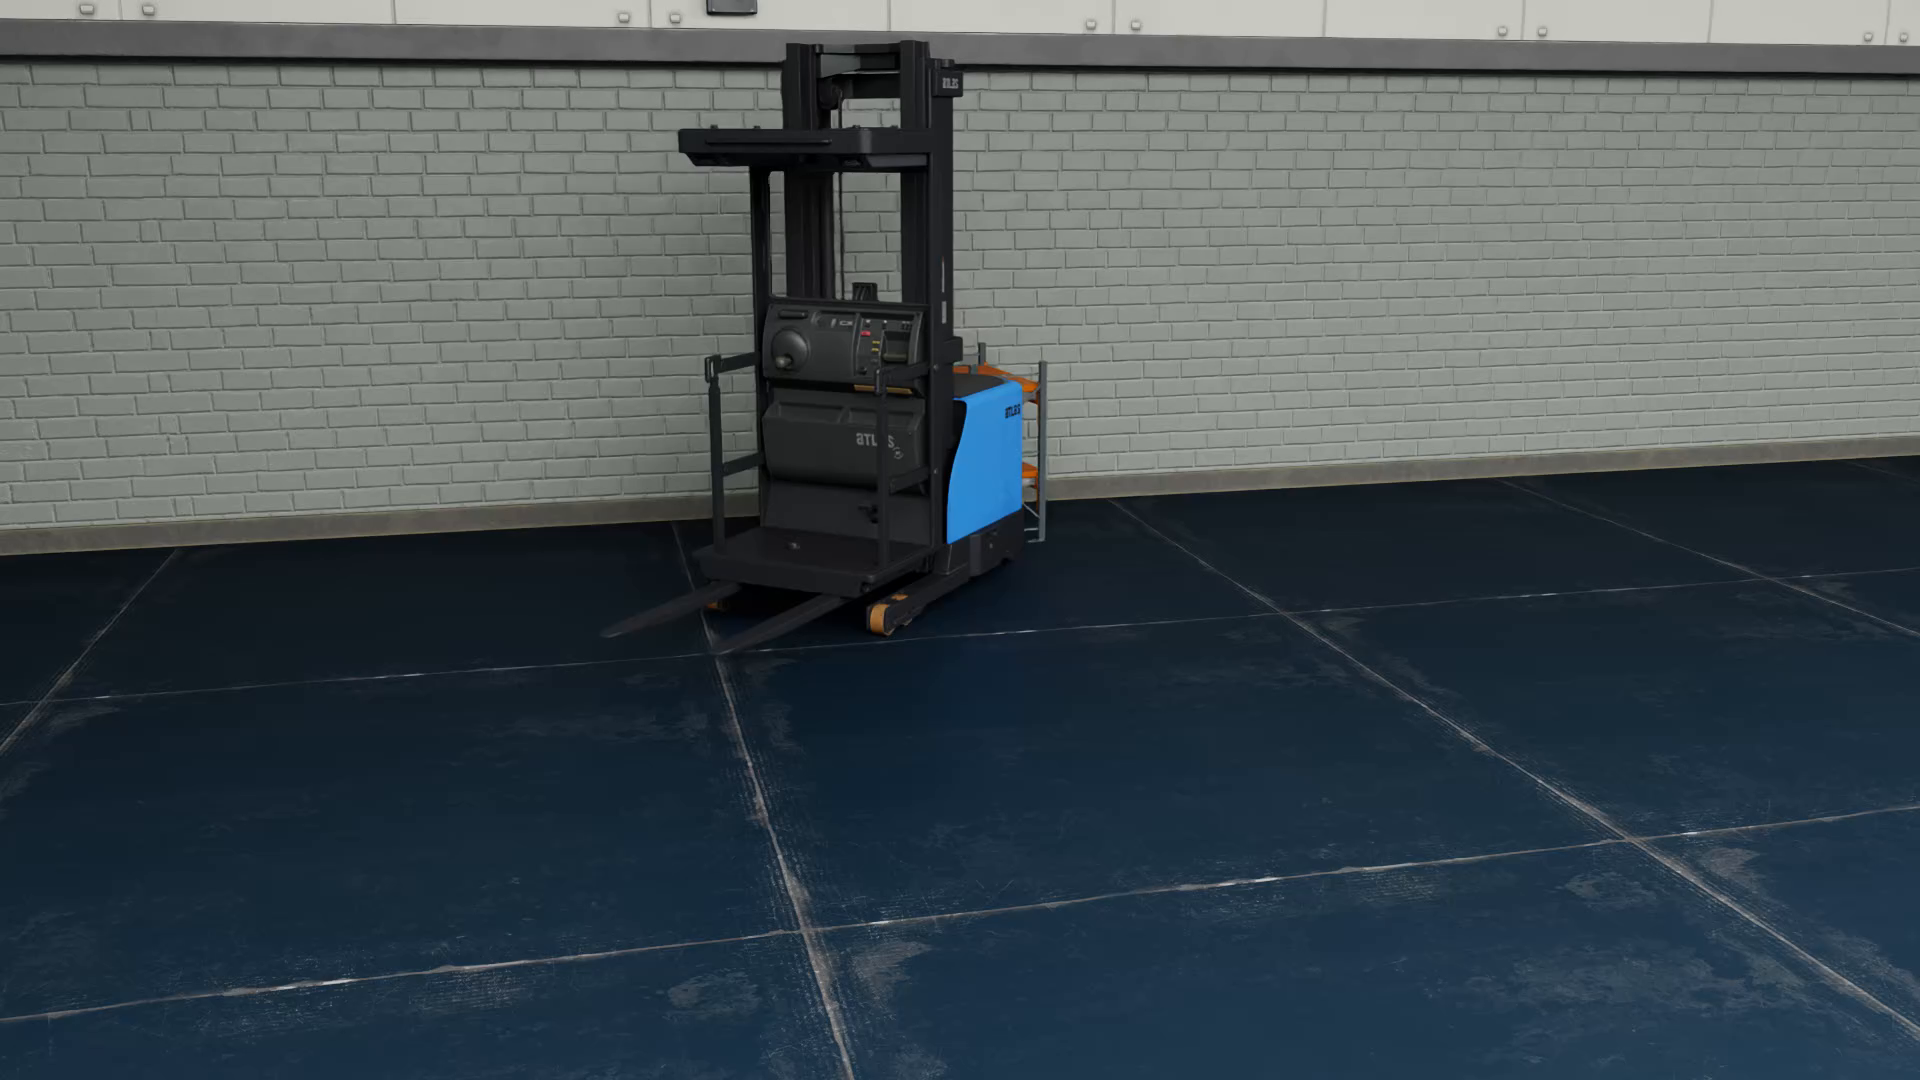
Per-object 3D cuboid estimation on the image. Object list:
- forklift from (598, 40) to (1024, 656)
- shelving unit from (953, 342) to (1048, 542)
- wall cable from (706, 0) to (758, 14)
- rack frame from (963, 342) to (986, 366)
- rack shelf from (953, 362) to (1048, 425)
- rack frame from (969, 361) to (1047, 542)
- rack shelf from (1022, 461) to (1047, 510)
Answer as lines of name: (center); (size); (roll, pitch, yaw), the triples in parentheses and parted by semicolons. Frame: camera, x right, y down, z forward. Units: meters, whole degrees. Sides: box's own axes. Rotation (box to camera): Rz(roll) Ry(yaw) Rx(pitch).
forklift: (-0.714, -1.055, 8.571); (1.130, 2.935, 3.031); (7, 15, 25)
shelving unit: (0.114, -0.639, 10.671); (0.538, 1.125, 1.048); (-5, 15, -20)
wall cable: (-0.433, -6.226, 9.783); (2.305, 6.003, 0.169); (-3, 14, -13)
rack frame: (-0.066, -0.752, 11.133); (0.500, 1.125, 0.032); (-5, 15, -20)
rack shelf: (0.114, -0.923, 10.602); (0.538, 0.278, 1.000); (-5, 15, -20)
rack frame: (0.294, -0.526, 10.209); (0.500, 1.125, 0.032); (-5, 15, -20)
rack shelf: (0.114, -0.401, 10.729); (0.538, 0.278, 1.000); (-5, 15, -20)
